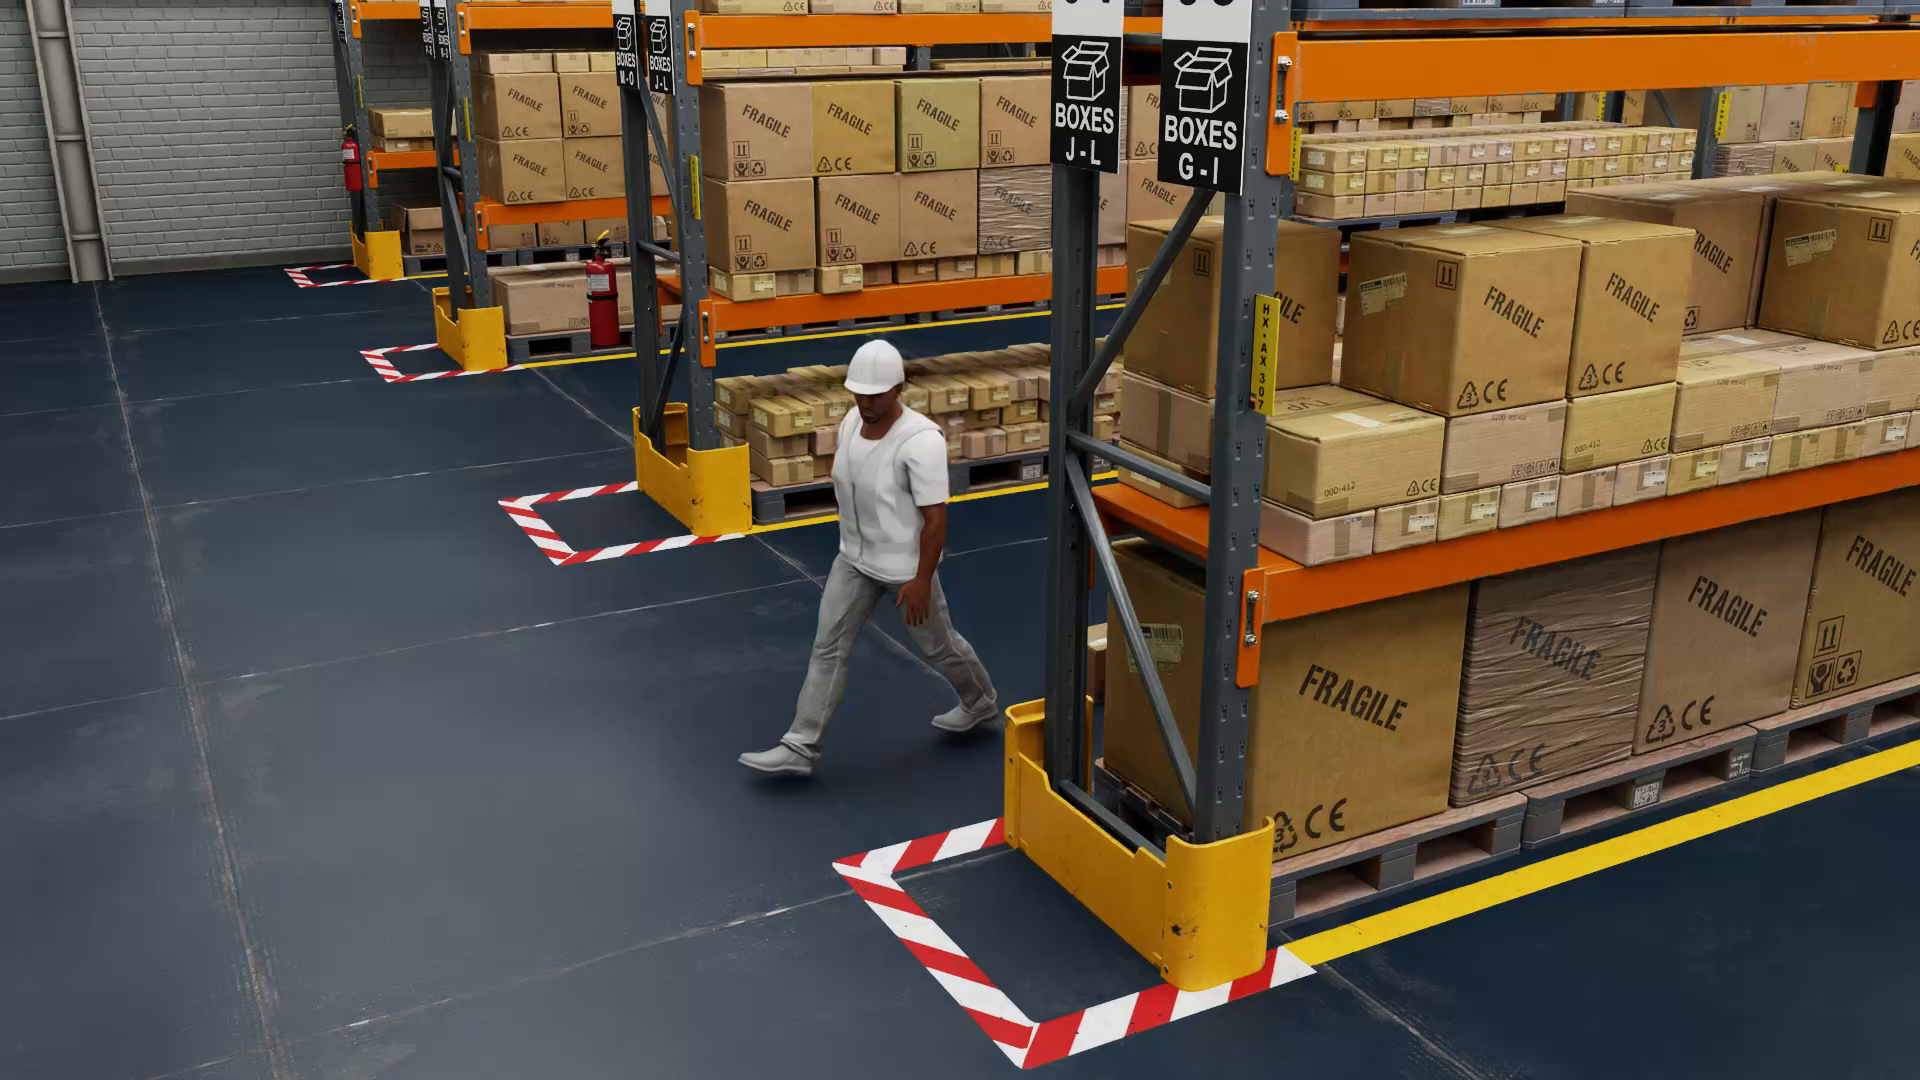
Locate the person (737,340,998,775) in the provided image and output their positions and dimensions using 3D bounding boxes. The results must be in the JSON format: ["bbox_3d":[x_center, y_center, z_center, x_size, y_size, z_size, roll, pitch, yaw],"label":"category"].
[{"bbox_3d":[-0.316,0.062,6.379,0.661,1.703,1.113,16,24,41],"label":"person"}]
